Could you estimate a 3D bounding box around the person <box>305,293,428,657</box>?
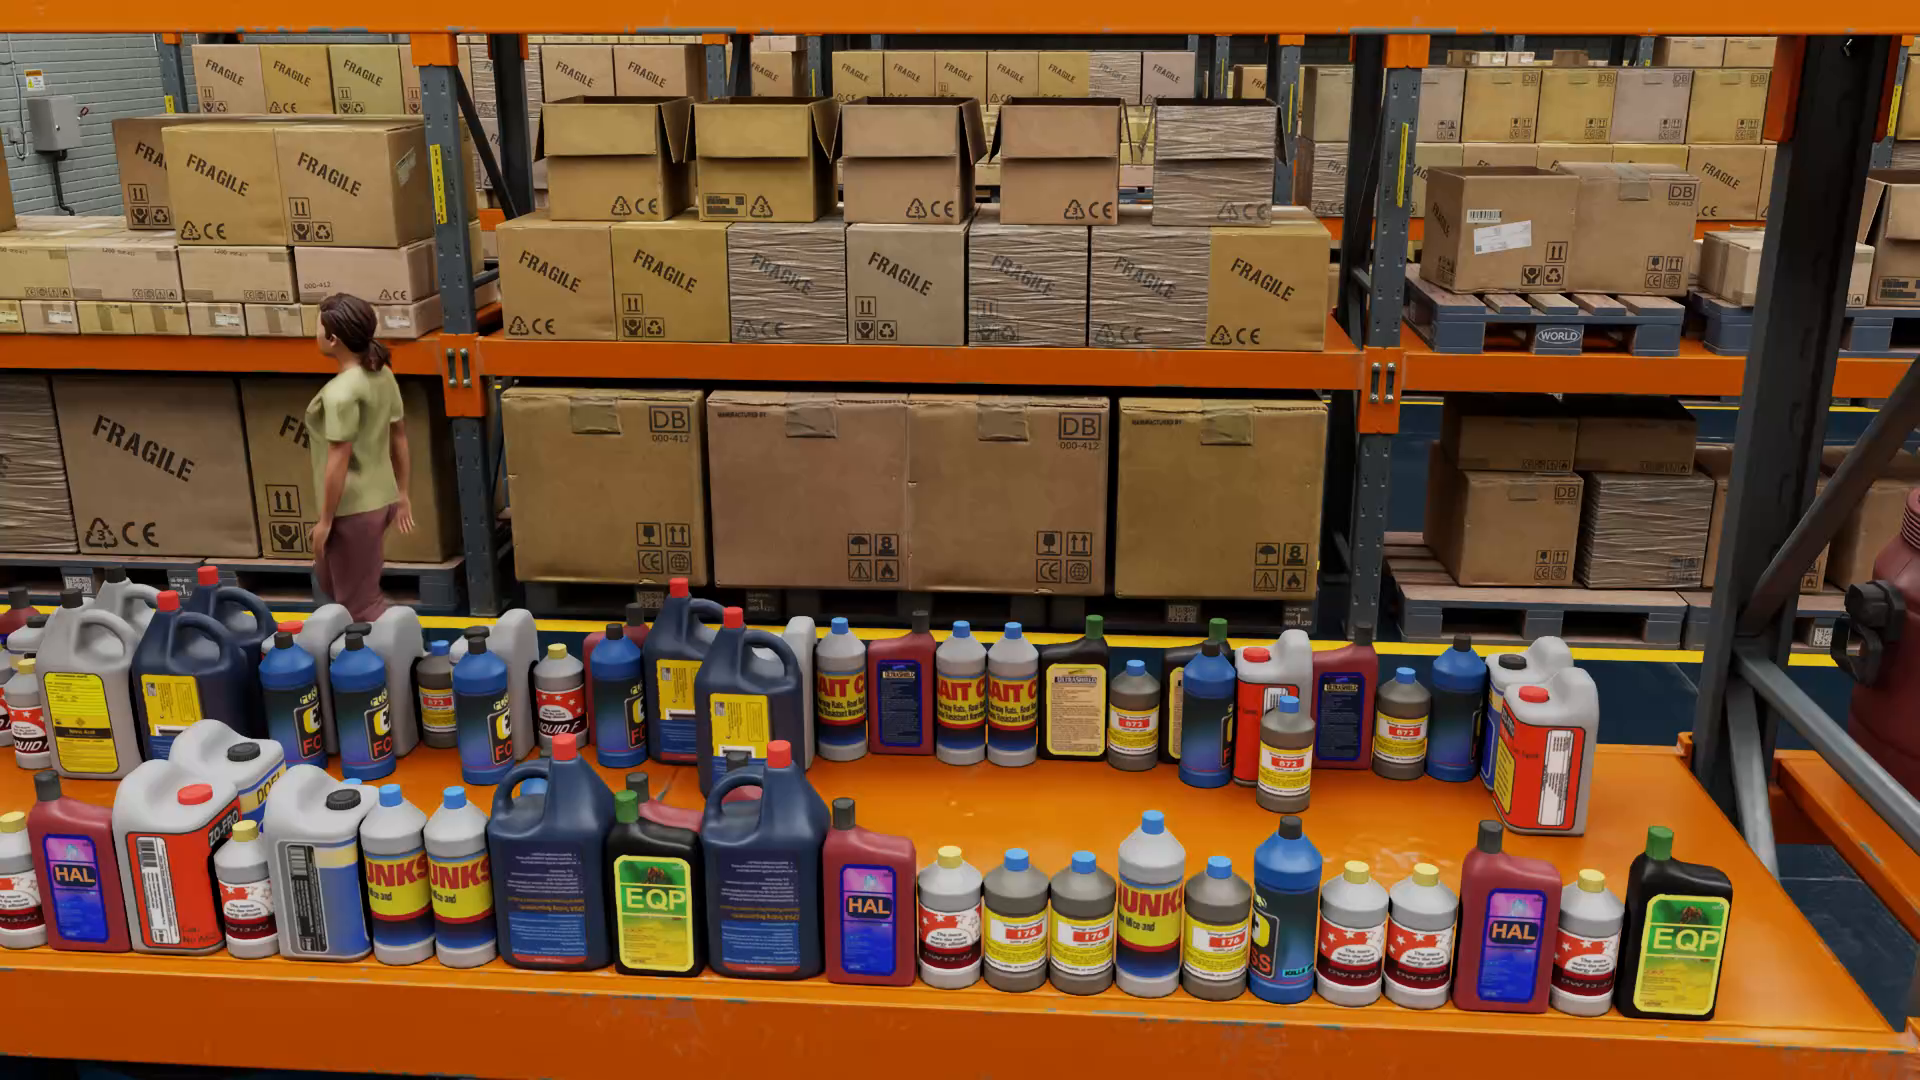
[{"bbox_3d":[-2.308,-0.104,6.308,0.457,1.670,0.452,1,18,4],"label":"person"}]
